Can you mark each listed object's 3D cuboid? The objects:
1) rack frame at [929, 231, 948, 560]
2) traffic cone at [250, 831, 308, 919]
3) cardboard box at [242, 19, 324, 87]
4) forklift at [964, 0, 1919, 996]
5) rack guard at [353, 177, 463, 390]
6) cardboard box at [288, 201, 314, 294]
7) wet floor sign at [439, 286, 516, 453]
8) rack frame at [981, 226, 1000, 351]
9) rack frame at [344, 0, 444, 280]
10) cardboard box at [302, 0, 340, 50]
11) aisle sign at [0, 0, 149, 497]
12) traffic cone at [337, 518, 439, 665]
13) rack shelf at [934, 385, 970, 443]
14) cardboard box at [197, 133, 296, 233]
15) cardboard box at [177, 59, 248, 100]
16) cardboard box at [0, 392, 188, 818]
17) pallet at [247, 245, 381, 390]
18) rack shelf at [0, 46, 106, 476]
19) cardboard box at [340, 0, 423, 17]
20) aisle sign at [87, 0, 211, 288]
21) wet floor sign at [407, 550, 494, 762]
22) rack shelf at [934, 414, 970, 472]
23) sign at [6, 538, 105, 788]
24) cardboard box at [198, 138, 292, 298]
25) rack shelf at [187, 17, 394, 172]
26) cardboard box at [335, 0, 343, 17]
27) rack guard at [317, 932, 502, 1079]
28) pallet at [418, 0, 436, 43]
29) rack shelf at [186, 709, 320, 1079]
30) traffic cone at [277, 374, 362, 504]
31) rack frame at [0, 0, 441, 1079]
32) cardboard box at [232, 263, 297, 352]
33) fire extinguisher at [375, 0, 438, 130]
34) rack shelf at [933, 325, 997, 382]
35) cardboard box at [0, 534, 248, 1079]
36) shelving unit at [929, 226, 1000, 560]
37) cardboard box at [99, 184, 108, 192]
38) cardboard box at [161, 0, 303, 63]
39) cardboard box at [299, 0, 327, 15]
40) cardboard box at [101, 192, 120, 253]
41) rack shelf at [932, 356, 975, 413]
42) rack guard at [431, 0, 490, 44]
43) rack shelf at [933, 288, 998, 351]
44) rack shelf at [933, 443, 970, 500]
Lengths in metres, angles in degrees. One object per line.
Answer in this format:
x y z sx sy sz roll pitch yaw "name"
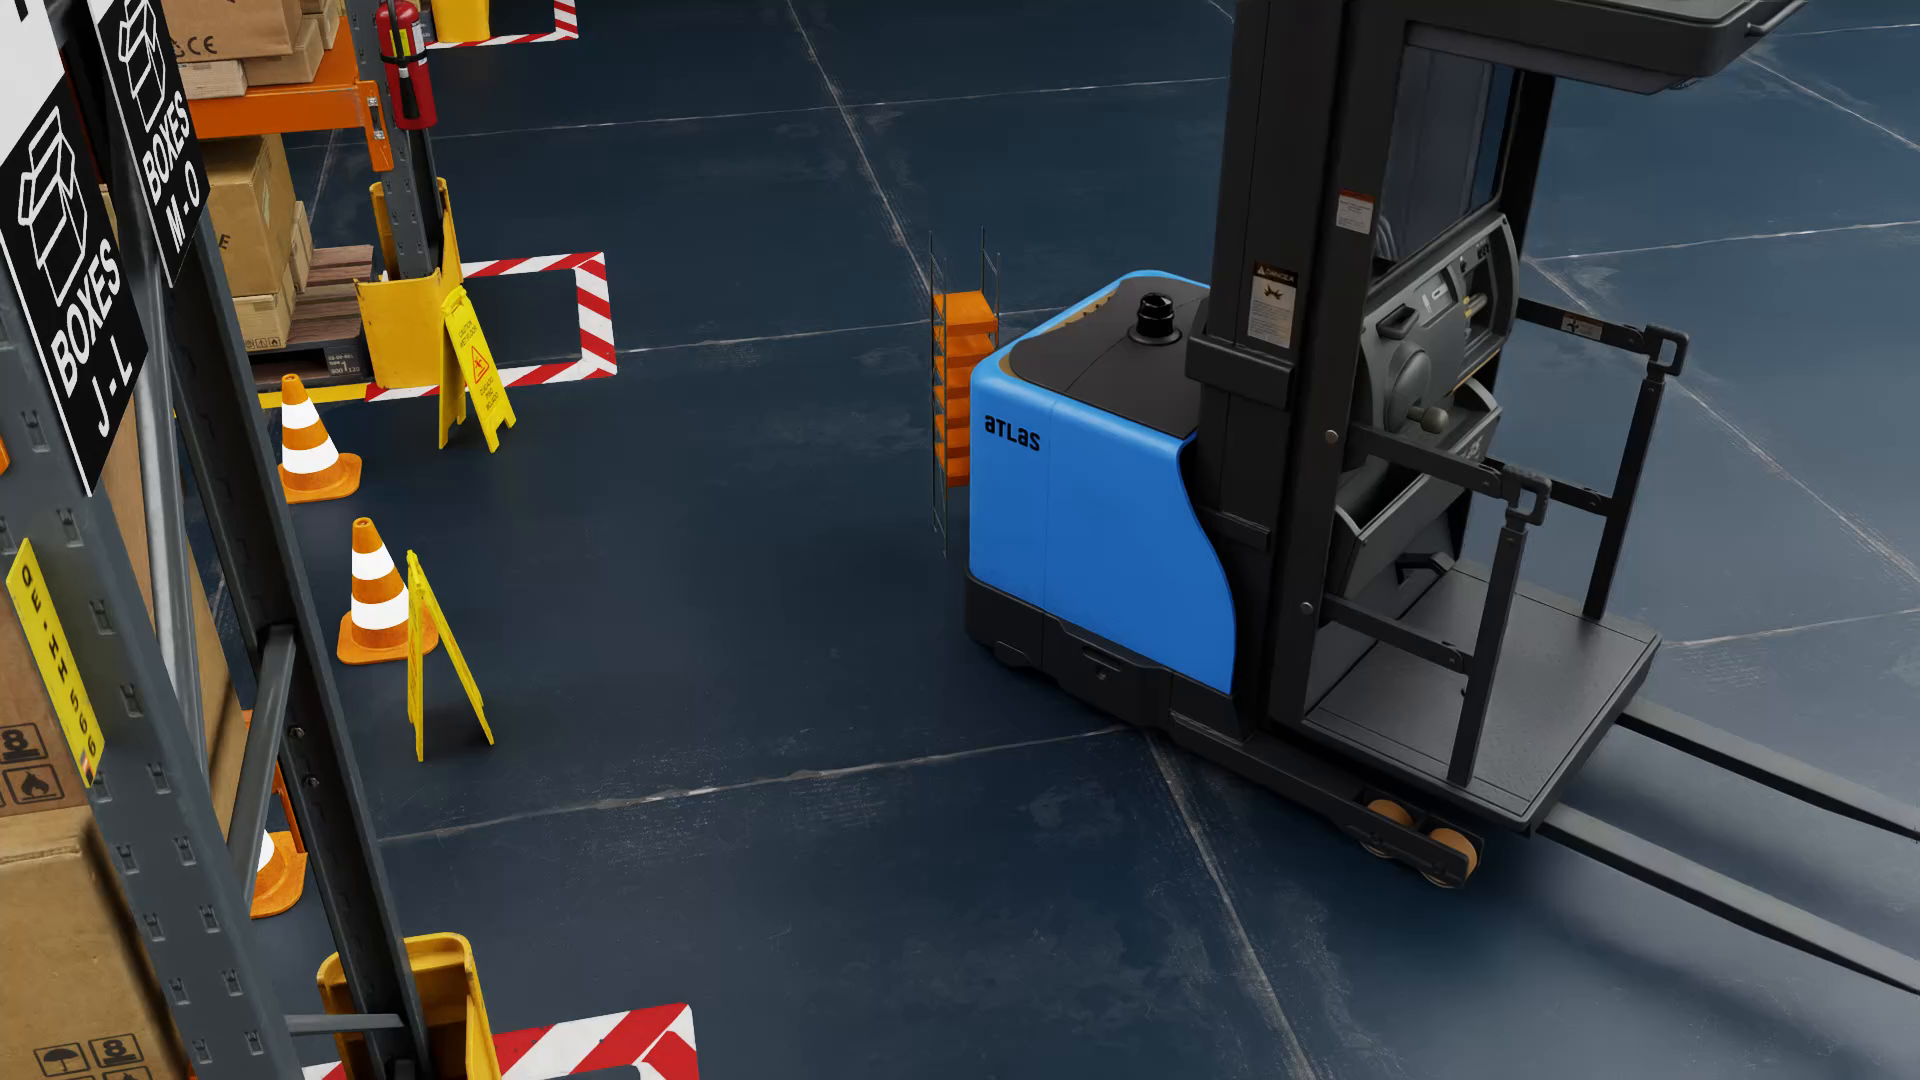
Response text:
-0.075 -0.489 5.902 0.006 1.200 0.240 -7 35 -11 "rack frame"
-2.061 0.786 4.664 0.334 0.463 0.336 -7 35 -11 "traffic cone"
-2.738 -1.973 6.723 0.250 0.149 0.380 -6 34 -9 "cardboard box"
1.483 -0.558 4.451 3.031 2.935 1.130 24 41 31 "forklift"
-2.495 -1.192 7.577 0.348 0.500 1.175 -7 35 -11 "rack guard"
-3.268 -1.323 7.620 0.500 0.250 0.500 -7 35 -11 "cardboard box"
-1.999 -0.703 6.719 0.232 0.644 0.267 4 34 6 "wet floor sign"
0.103 -0.511 5.935 0.006 1.200 0.240 -7 35 -11 "rack frame"
-2.420 -2.239 6.895 0.127 3.000 1.000 -7 35 -11 "rack frame"
-2.797 -2.205 7.070 0.250 0.149 0.380 -7 35 -10 "cardboard box"
-1.094 -0.486 1.950 0.004 0.787 0.394 -7 35 -11 "aisle sign"
-1.979 0.130 5.641 0.334 0.463 0.336 -7 35 -11 "traffic cone"
0.014 -0.463 5.943 0.180 0.103 0.258 -7 35 -11 "rack shelf"
-3.291 -1.631 7.406 0.500 0.500 0.500 -8 35 -12 "cardboard box"
-2.961 -1.881 6.587 0.250 0.149 0.380 -8 35 -11 "cardboard box"
-1.600 -0.047 2.525 0.550 0.550 0.875 -7 35 -11 "cardboard box"
-3.295 -0.991 7.538 1.213 0.211 1.003 -7 35 -11 "pallet"
-3.181 -0.262 1.902 4.000 0.370 1.077 -7 35 -11 "rack shelf"
-3.908 -3.739 11.221 0.500 0.250 0.500 -7 34 -10 "cardboard box"
-1.227 -0.812 2.436 0.004 0.787 0.394 -7 35 -11 "aisle sign"
-1.638 0.337 5.169 0.232 0.644 0.267 -13 36 -19 "wet floor sign"
0.014 -0.363 6.010 0.180 0.103 0.258 -7 35 -11 "rack shelf"
-1.124 0.156 2.073 0.005 0.325 0.100 -7 35 -11 "sign"
-3.144 -1.343 6.977 0.500 0.500 0.500 -7 34 -10 "cardboard box"
-4.371 -1.694 6.729 4.000 0.370 1.077 -7 35 -11 "rack shelf"
-4.395 -3.684 11.138 0.500 0.250 0.500 -7 35 -11 "cardboard box"
-1.206 1.474 3.605 0.348 0.500 1.175 -7 35 -11 "rack guard"
-4.256 -3.662 11.517 1.213 0.211 1.003 -7 35 -11 "pallet"
-3.181 0.983 2.738 4.000 0.370 1.077 -7 35 -11 "rack shelf"
-2.555 -0.432 6.478 0.334 0.463 0.336 -7 35 -11 "traffic cone"
-1.229 0.441 2.901 0.053 2.616 0.949 -7 35 -11 "rack frame"
-3.173 -1.023 7.173 0.500 0.250 0.500 -7 35 -11 "cardboard box"
-2.207 -1.971 6.564 0.183 0.674 0.296 -7 35 -11 "fire extinguisher"
0.014 -0.662 5.809 0.180 0.103 0.258 -7 35 -11 "rack shelf"
-1.582 0.447 2.758 0.550 0.550 0.875 -7 35 -11 "cardboard box"
0.014 -0.500 5.918 0.189 1.200 0.258 -7 35 -11 "shelving unit"
-3.487 -1.531 6.675 0.250 0.149 0.380 -6 34 -9 "cardboard box"
-2.889 -2.188 6.461 0.500 0.500 0.500 -8 35 -11 "cardboard box"
-2.944 -2.497 6.922 0.500 0.500 0.500 -8 35 -11 "cardboard box"
-3.653 -1.277 6.879 0.500 0.500 0.500 -6 34 -9 "cardboard box"
0.014 -0.563 5.876 0.180 0.103 0.258 -7 35 -11 "rack shelf"
-3.496 -3.901 11.615 0.348 0.500 1.175 -7 35 -11 "rack guard"
0.014 -0.762 5.742 0.180 0.103 0.258 -7 35 -11 "rack shelf"
0.014 -0.264 6.077 0.180 0.103 0.258 -7 35 -11 "rack shelf"
